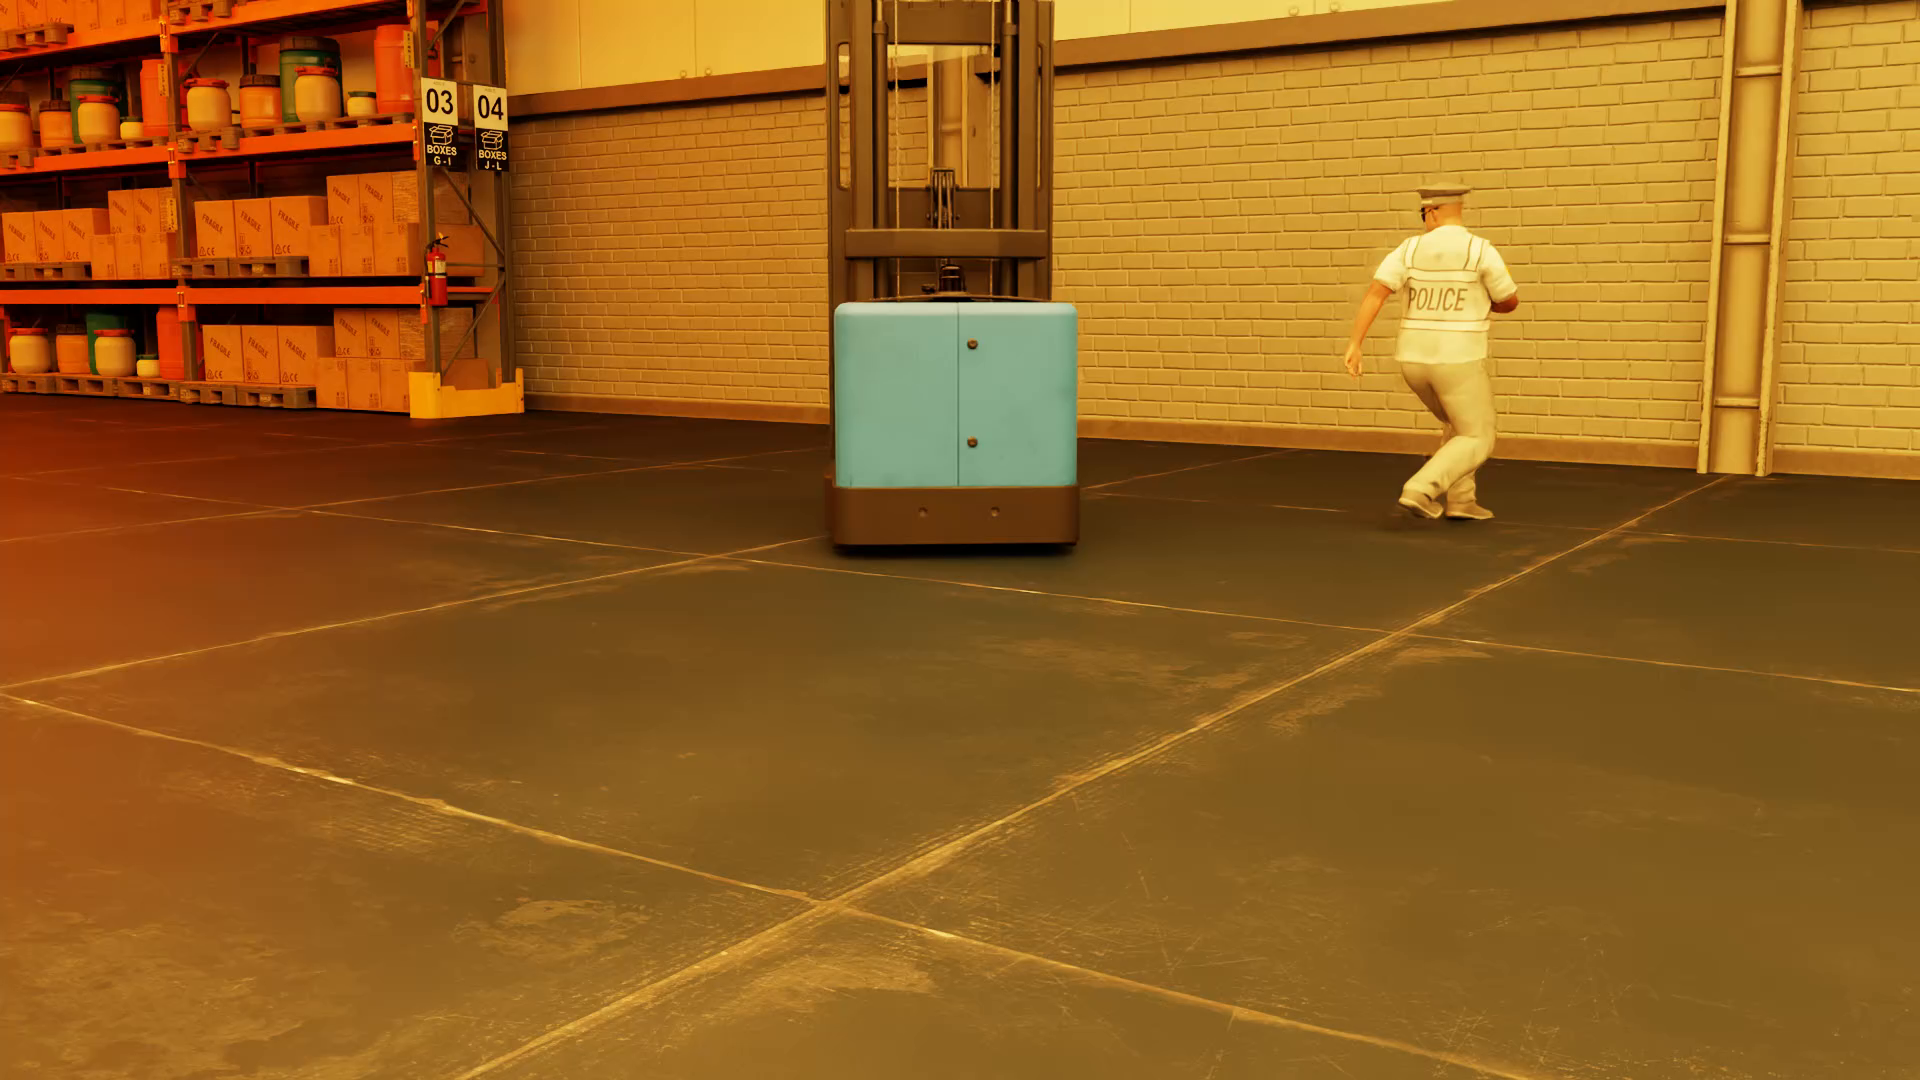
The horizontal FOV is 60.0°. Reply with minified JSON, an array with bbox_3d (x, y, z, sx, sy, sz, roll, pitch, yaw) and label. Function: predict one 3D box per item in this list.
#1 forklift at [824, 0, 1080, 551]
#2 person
[{"bbox_3d":[-0.115,-1.575,8.271,1.130,2.935,3.031,-1,8,-4],"label":"forklift"},{"bbox_3d":[2.355,-0.891,8.086,0.886,1.669,0.583,-6,10,-36],"label":"person"}]
